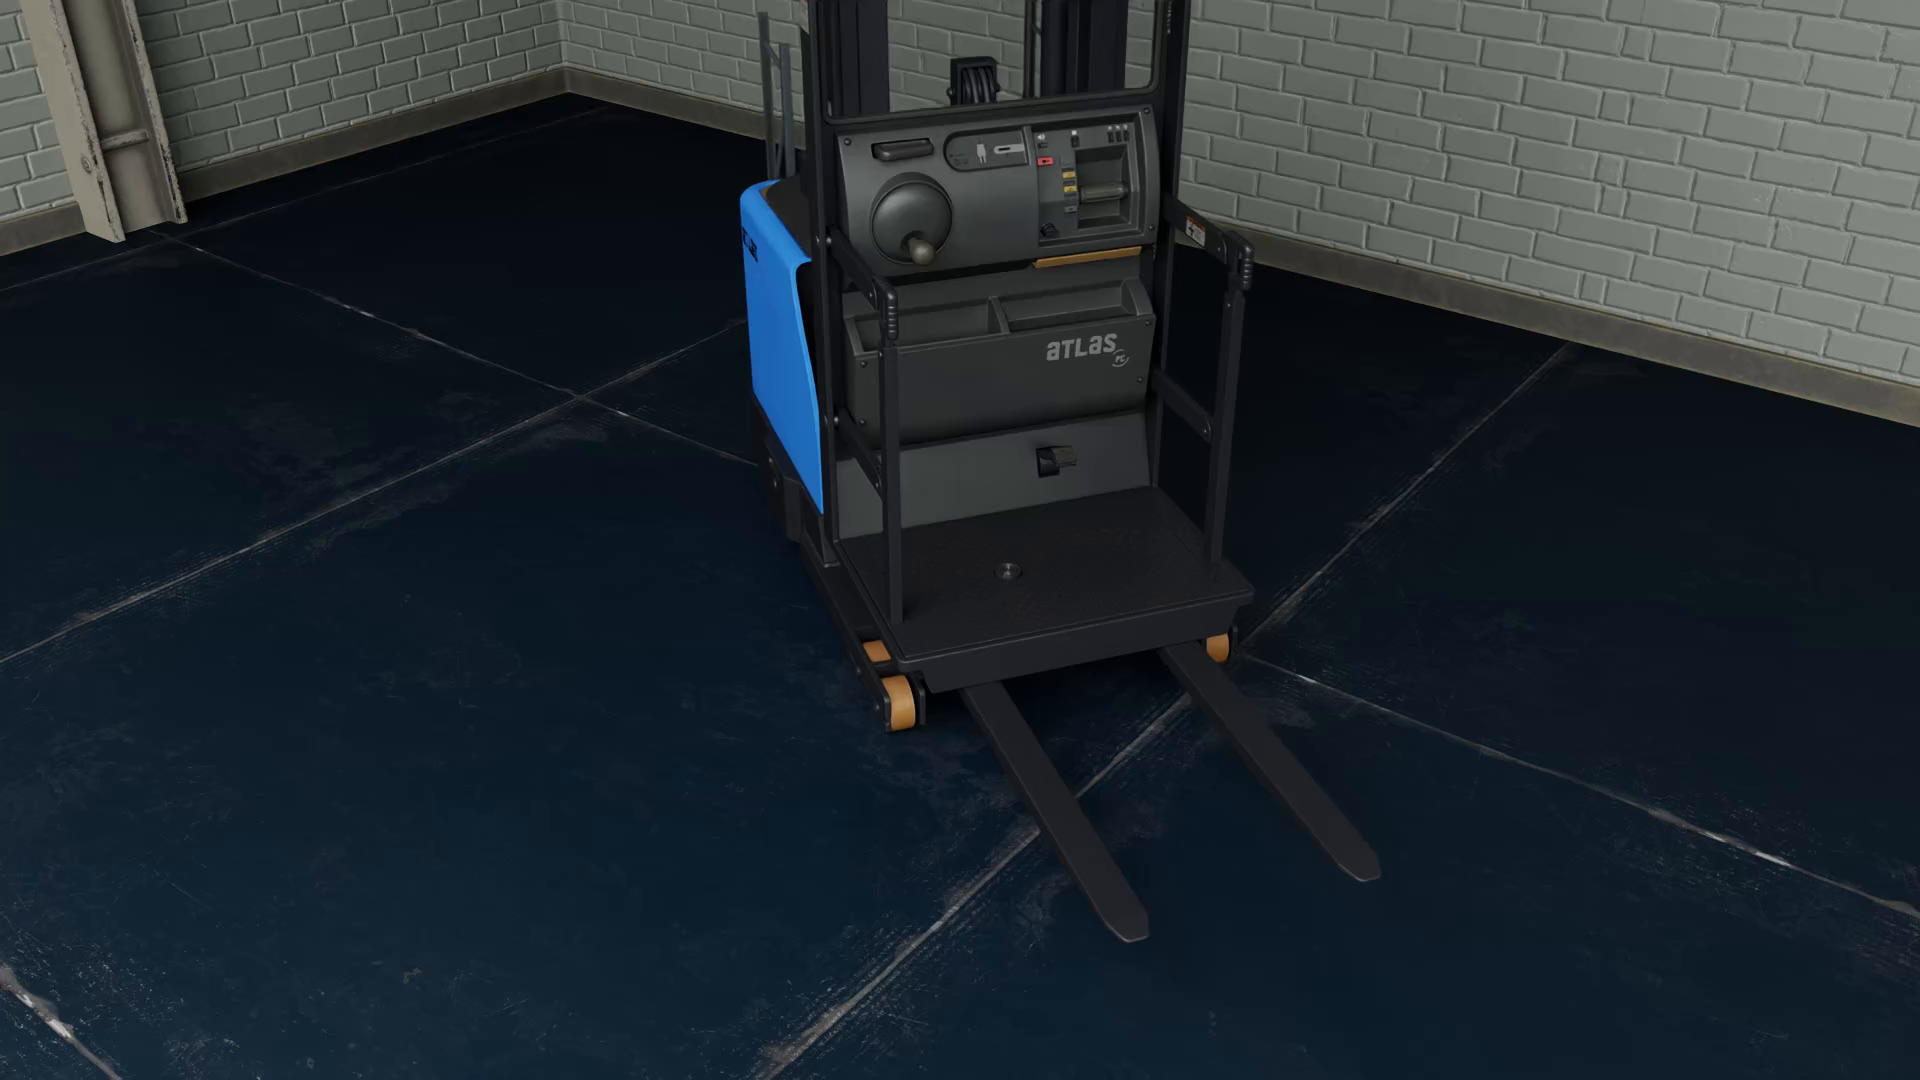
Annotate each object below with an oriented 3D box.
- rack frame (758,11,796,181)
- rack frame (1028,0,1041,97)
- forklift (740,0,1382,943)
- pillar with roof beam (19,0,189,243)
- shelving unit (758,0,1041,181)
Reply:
[{"bbox_3d":[-0.657,-1.155,6.228,0.032,1.500,0.500,-8,31,-13],"label":"rack frame"},{"bbox_3d":[0.326,-1.288,6.452,0.032,1.500,0.500,-8,31,-13],"label":"rack frame"},{"bbox_3d":[0.193,-0.941,4.463,1.130,2.935,3.031,-10,32,-16],"label":"forklift"},{"bbox_3d":[-0.750,-4.145,3.917,9.100,9.000,0.400,21,37,31],"label":"pillar with roof beam"},{"bbox_3d":[-0.174,-1.221,6.338,1.083,1.500,0.587,-8,31,-13],"label":"shelving unit"}]
